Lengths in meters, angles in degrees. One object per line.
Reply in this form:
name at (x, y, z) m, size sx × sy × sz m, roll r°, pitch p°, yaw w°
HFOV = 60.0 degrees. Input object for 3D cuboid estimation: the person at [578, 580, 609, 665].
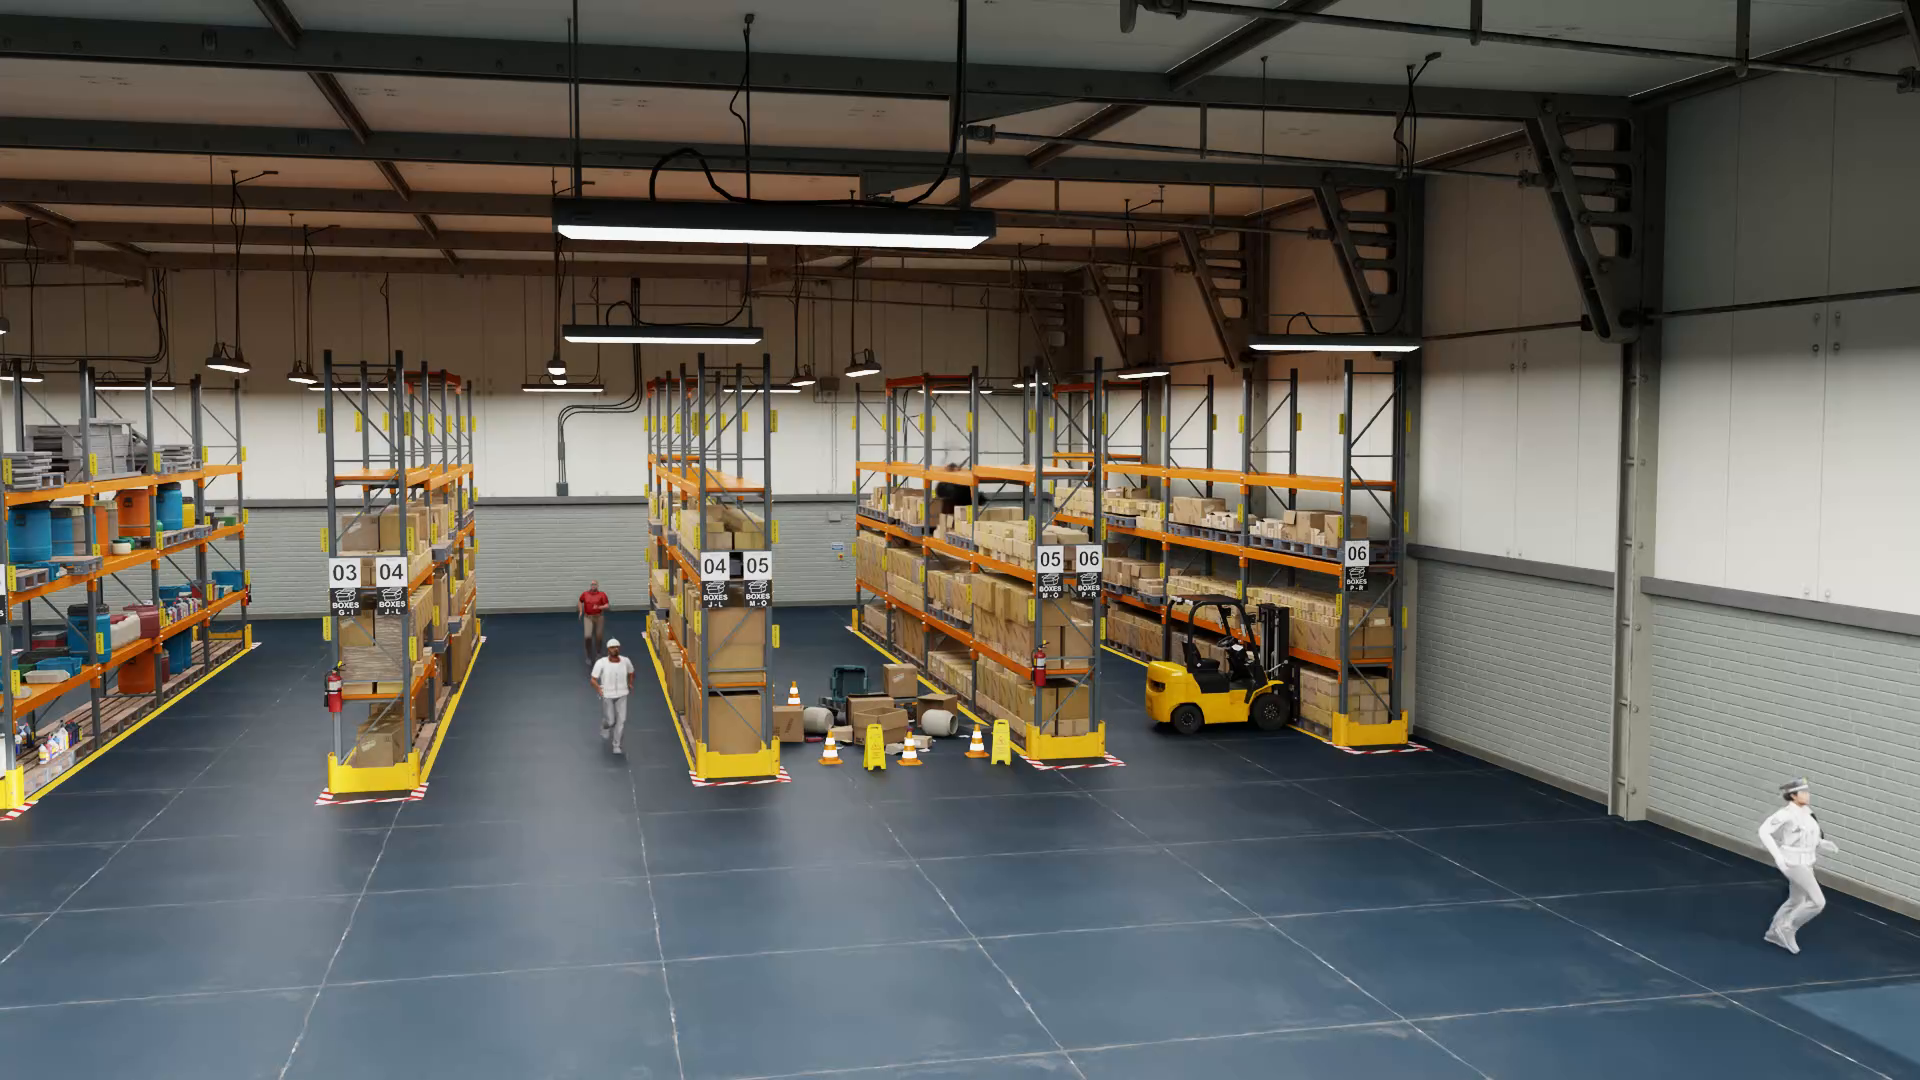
person at (-7.671, 1.731, 34.837) m, size 0.633 × 1.794 × 0.761 m, roll -1°, pitch 4°, yaw -11°

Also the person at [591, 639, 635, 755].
person at (-5.270, 2.375, 25.378) m, size 0.700 × 1.739 × 0.801 m, roll -2°, pitch 4°, yaw -24°

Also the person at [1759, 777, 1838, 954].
person at (7.928, 3.066, 15.680) m, size 0.583 × 1.665 × 0.636 m, roll -3°, pitch 5°, yaw -41°
